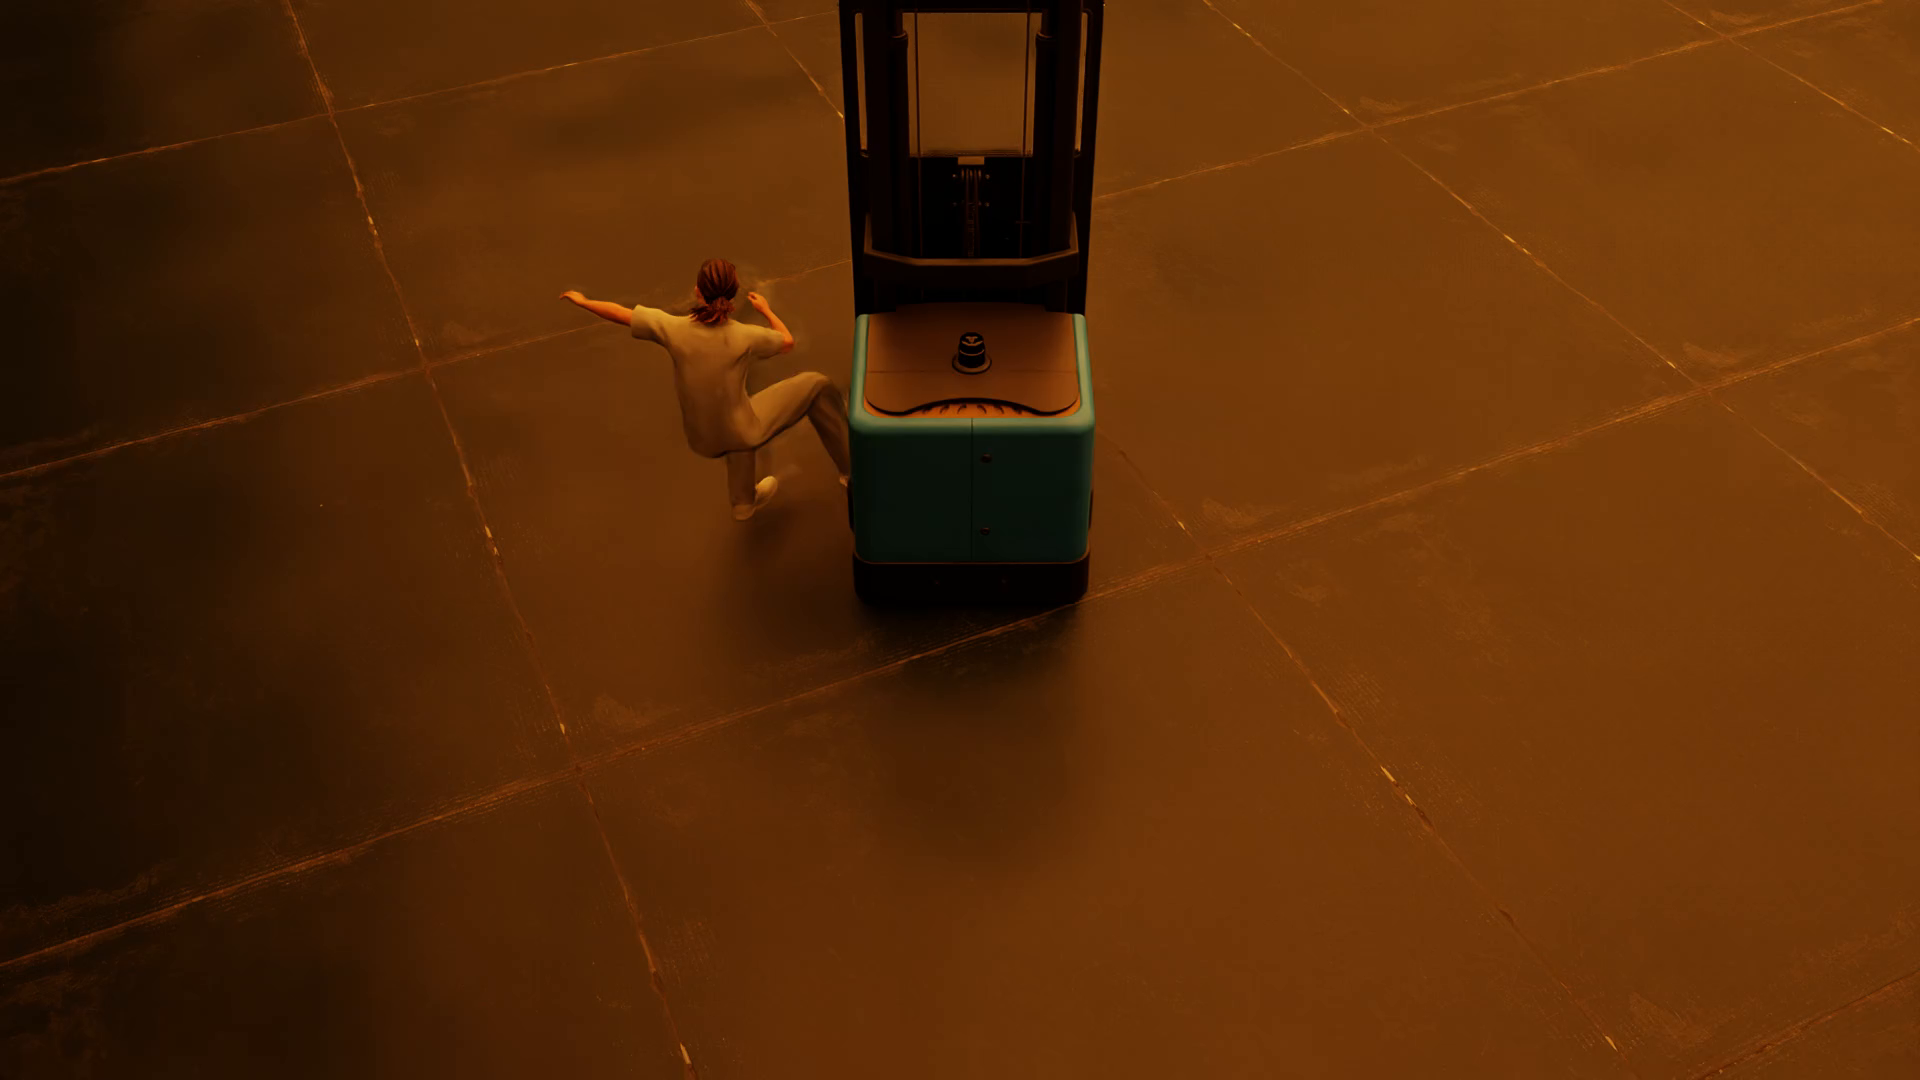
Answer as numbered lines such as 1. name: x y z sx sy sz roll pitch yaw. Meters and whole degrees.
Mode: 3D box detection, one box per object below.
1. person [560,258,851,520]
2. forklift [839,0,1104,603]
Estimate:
1. person: -1.045 -0.700 7.512 1.499 1.328 0.732 4 43 4
2. forklift: 0.045 -1.773 7.580 1.130 2.935 3.031 0 43 0
